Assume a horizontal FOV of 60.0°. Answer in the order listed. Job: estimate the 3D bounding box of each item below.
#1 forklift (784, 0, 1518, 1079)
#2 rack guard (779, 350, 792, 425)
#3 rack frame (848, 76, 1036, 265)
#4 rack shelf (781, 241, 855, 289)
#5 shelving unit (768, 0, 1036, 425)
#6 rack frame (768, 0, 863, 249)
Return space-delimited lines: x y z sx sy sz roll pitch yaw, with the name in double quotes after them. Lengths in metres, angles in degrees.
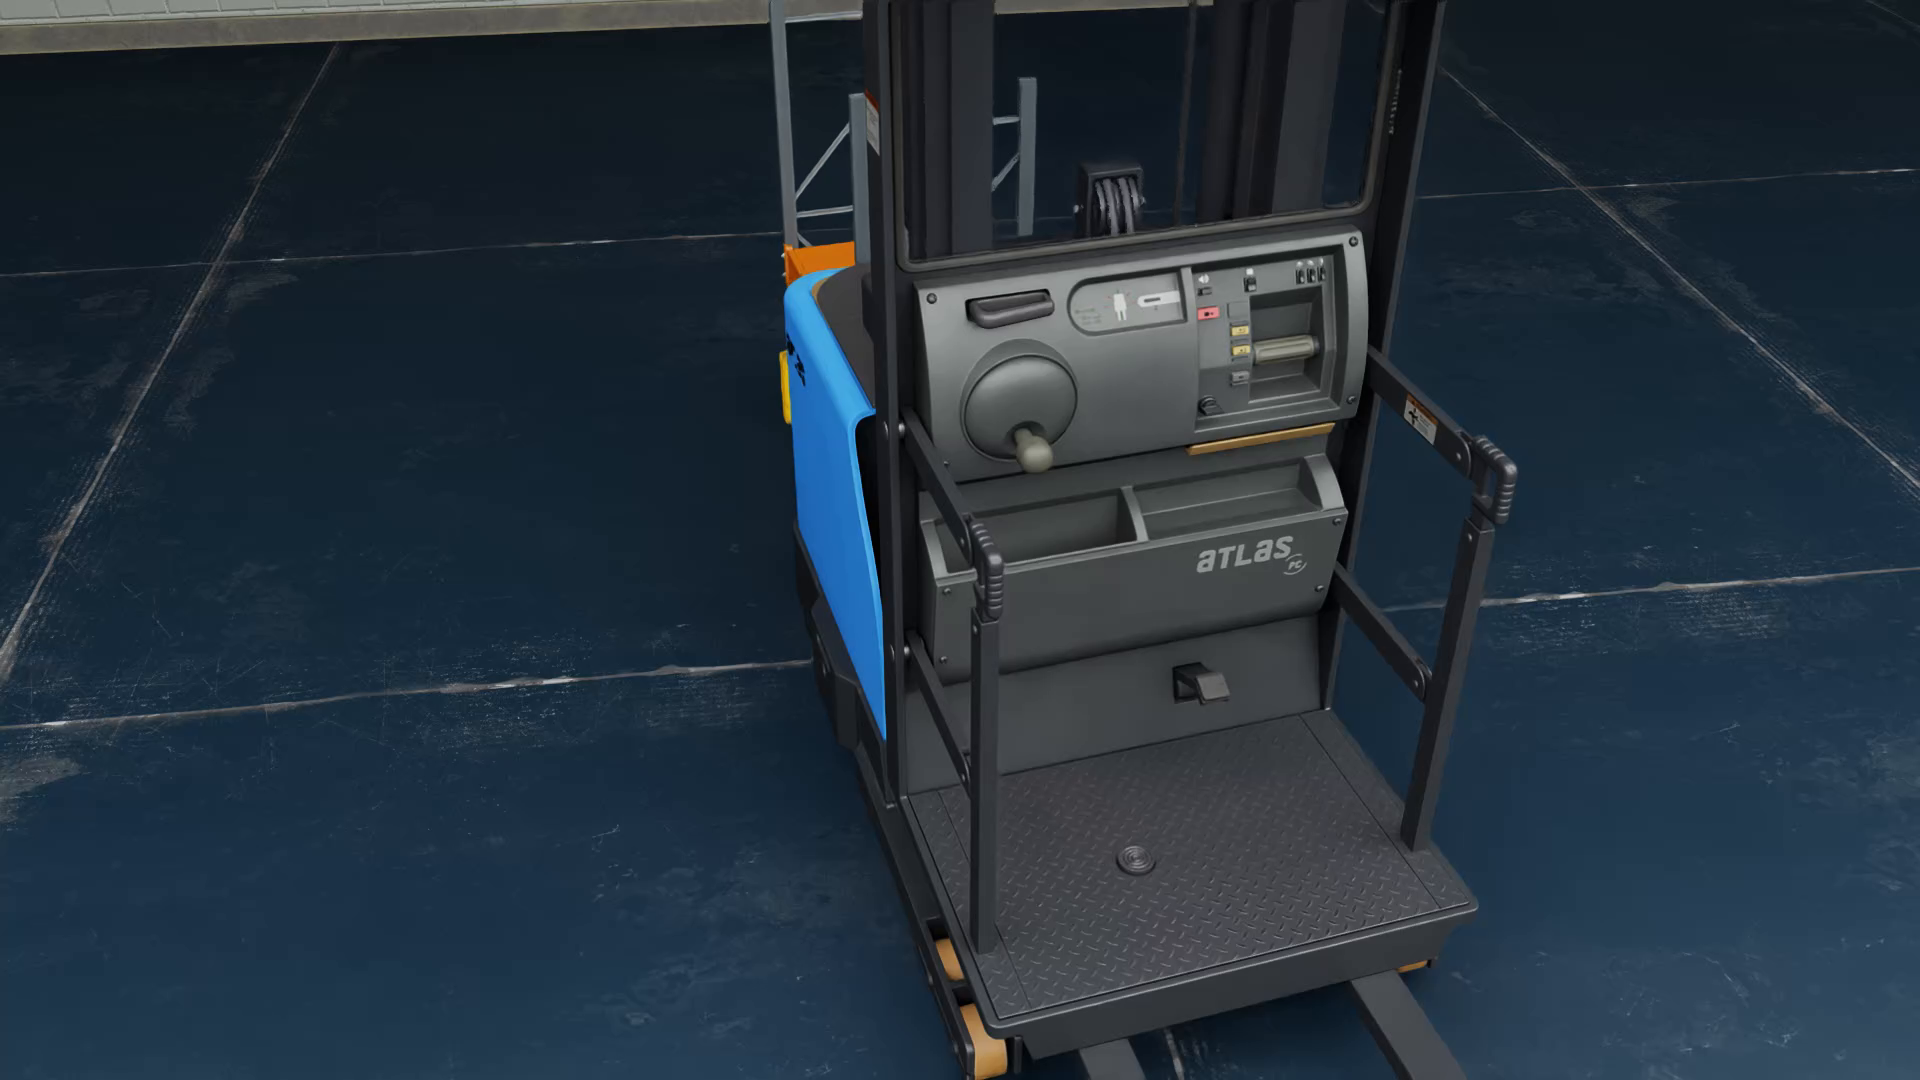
0.439 -0.312 3.105 1.130 2.935 3.031 -10 35 -14 "forklift"
-0.338 -0.576 5.873 0.587 0.250 0.087 -10 35 -14 "rack guard"
-0.044 -0.555 4.733 0.500 1.500 0.032 -10 35 -14 "rack frame"
-0.194 -0.680 5.236 0.538 0.185 1.000 -10 35 -14 "rack shelf"
-0.191 -0.824 5.128 0.587 1.500 1.083 -10 35 -14 "shelving unit"
-0.344 -1.103 5.536 0.500 1.500 0.032 -10 35 -14 "rack frame"
